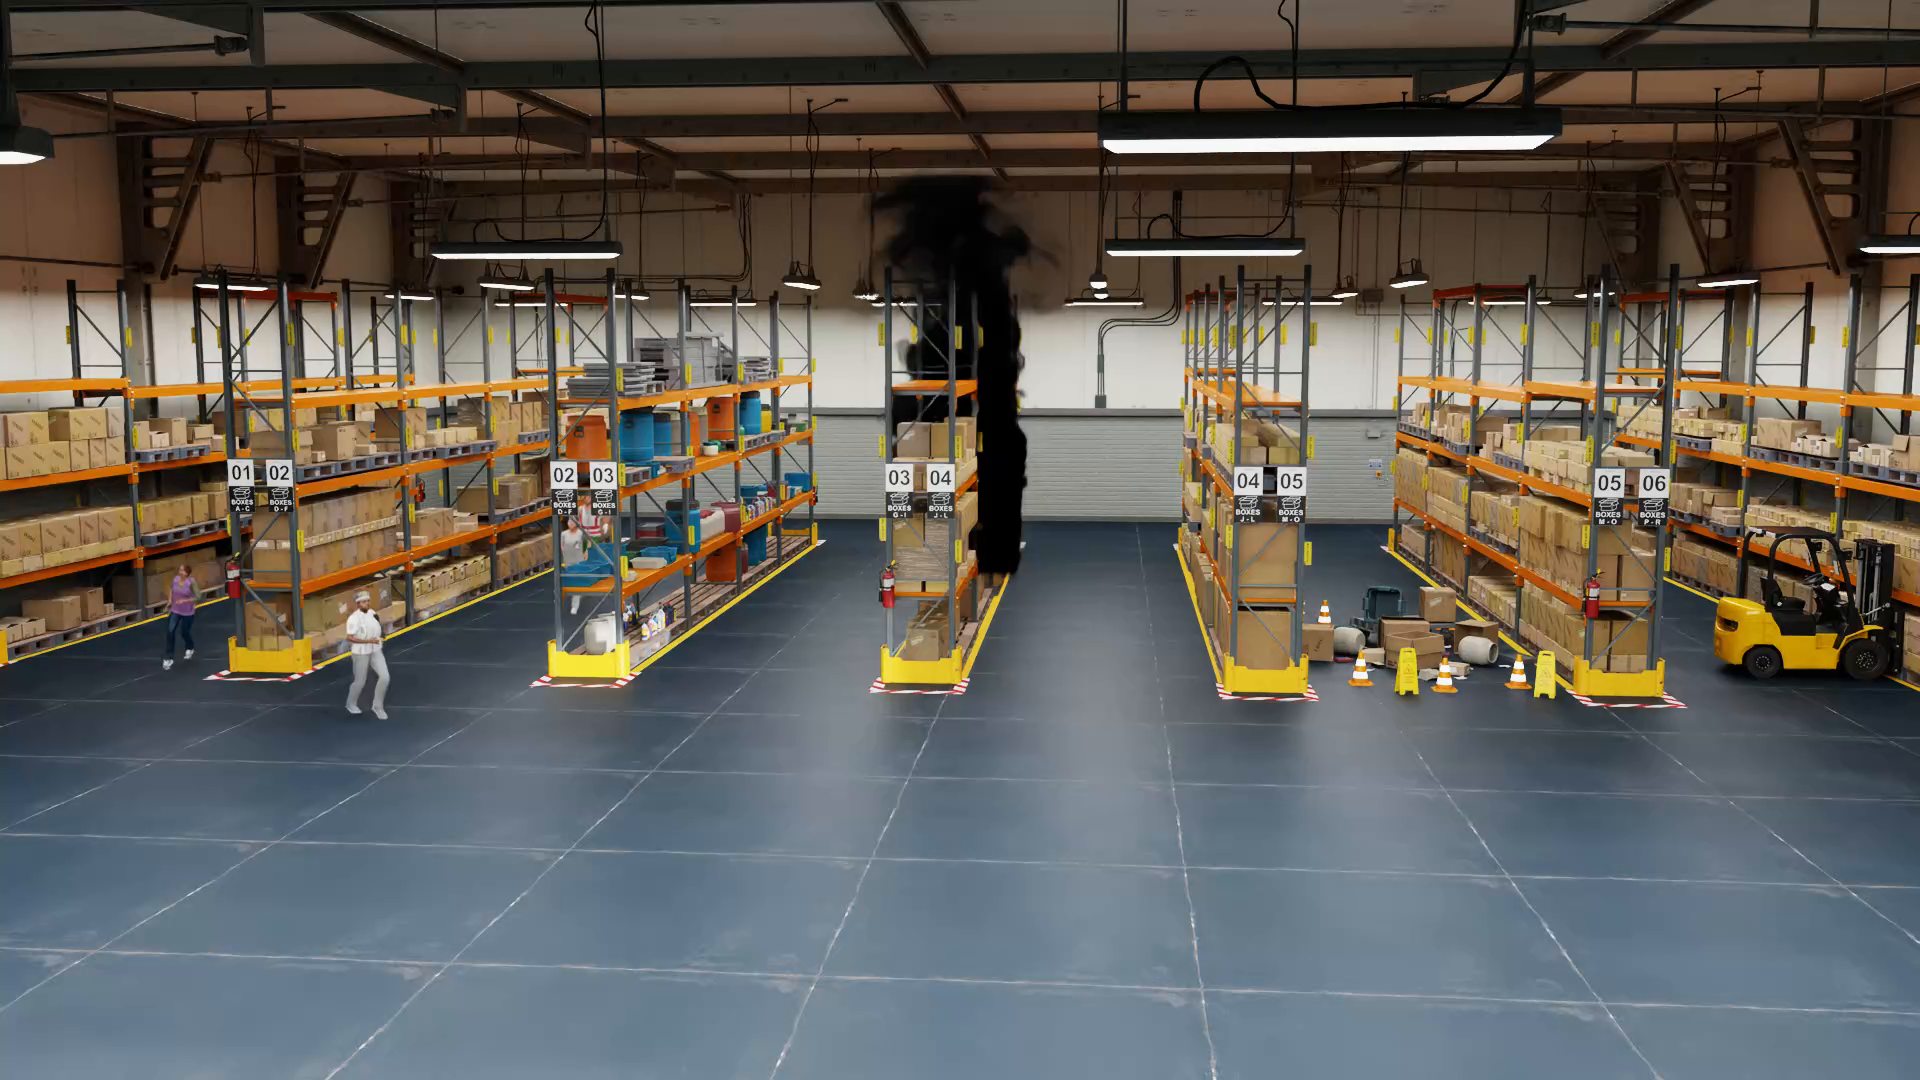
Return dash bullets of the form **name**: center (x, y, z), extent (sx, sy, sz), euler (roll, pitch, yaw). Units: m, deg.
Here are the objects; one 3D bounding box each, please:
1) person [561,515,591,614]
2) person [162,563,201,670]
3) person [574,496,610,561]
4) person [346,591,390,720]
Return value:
- **person**: center (-6.662, 0.396, 28.748), extent (0.550, 1.671, 0.855), euler (0, 7, -3)
- **person**: center (-11.885, 1.134, 25.506), extent (0.555, 1.605, 0.826), euler (0, 7, -4)
- **person**: center (-7.085, -0.044, 31.868), extent (0.670, 1.799, 0.933), euler (0, 7, -1)
- **person**: center (-7.834, 1.525, 21.933), extent (0.713, 1.740, 0.576), euler (5, 9, 36)
